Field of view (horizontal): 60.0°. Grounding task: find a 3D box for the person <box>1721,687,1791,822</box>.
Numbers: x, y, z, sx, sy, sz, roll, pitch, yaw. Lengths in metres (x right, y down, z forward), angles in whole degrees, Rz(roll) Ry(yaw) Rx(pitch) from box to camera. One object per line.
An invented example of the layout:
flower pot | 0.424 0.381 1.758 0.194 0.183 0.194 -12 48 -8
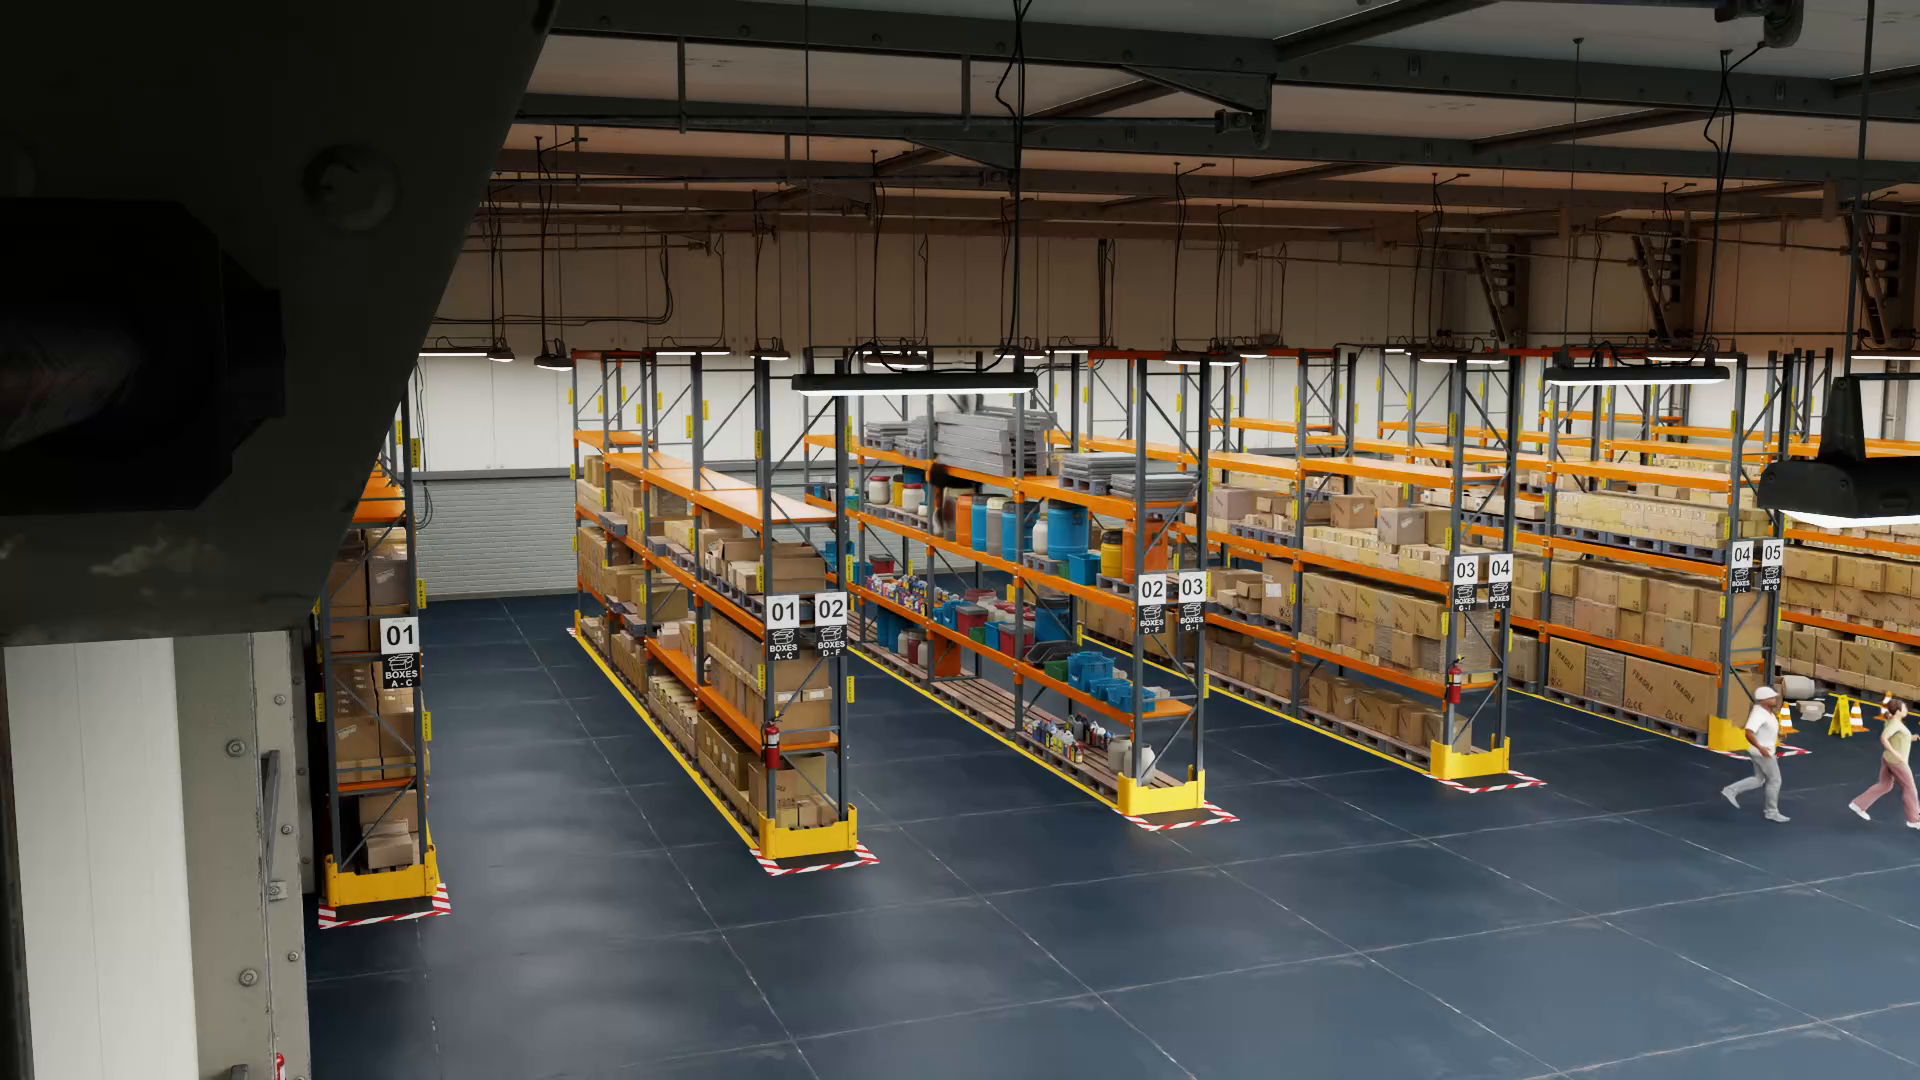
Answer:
person | 10.429 2.775 21.713 0.844 1.766 0.690 3 8 20

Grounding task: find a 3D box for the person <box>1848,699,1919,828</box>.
person | 11.928 2.843 21.232 0.968 1.657 0.571 2 7 13
